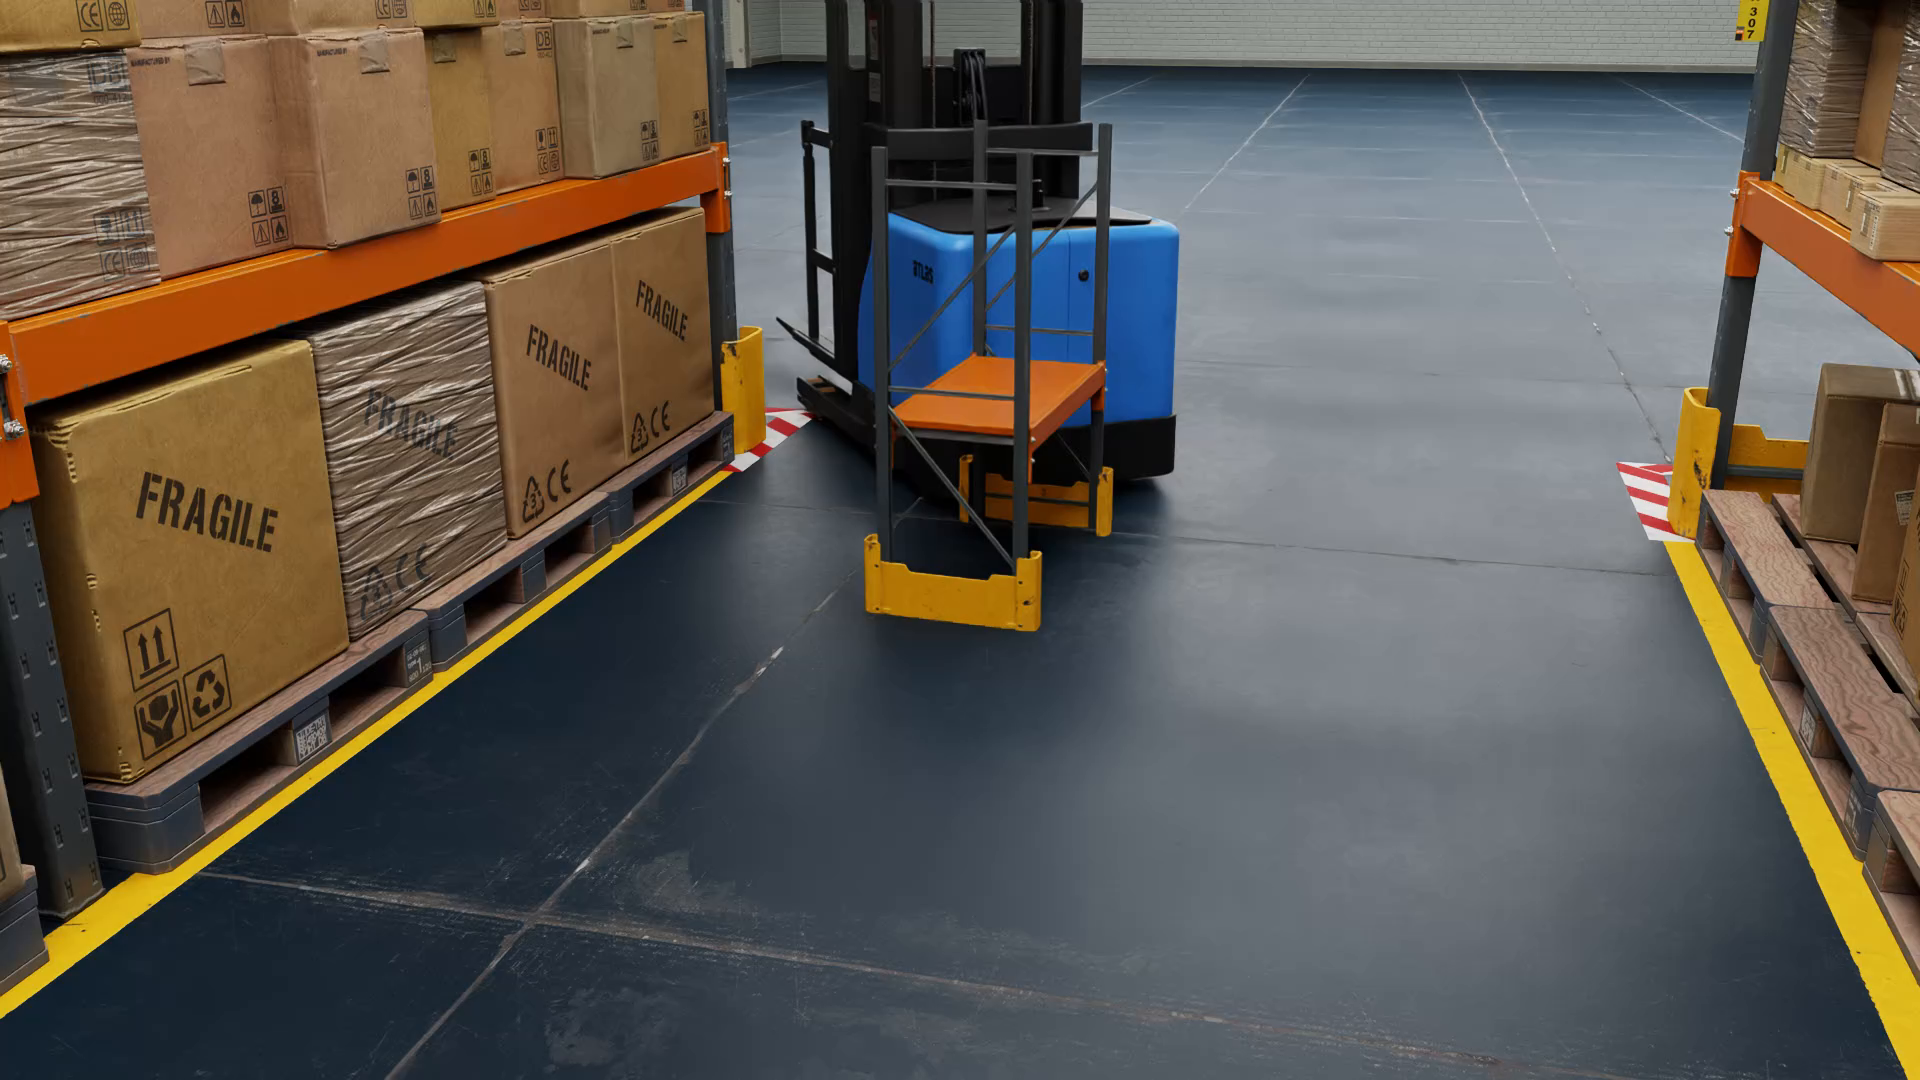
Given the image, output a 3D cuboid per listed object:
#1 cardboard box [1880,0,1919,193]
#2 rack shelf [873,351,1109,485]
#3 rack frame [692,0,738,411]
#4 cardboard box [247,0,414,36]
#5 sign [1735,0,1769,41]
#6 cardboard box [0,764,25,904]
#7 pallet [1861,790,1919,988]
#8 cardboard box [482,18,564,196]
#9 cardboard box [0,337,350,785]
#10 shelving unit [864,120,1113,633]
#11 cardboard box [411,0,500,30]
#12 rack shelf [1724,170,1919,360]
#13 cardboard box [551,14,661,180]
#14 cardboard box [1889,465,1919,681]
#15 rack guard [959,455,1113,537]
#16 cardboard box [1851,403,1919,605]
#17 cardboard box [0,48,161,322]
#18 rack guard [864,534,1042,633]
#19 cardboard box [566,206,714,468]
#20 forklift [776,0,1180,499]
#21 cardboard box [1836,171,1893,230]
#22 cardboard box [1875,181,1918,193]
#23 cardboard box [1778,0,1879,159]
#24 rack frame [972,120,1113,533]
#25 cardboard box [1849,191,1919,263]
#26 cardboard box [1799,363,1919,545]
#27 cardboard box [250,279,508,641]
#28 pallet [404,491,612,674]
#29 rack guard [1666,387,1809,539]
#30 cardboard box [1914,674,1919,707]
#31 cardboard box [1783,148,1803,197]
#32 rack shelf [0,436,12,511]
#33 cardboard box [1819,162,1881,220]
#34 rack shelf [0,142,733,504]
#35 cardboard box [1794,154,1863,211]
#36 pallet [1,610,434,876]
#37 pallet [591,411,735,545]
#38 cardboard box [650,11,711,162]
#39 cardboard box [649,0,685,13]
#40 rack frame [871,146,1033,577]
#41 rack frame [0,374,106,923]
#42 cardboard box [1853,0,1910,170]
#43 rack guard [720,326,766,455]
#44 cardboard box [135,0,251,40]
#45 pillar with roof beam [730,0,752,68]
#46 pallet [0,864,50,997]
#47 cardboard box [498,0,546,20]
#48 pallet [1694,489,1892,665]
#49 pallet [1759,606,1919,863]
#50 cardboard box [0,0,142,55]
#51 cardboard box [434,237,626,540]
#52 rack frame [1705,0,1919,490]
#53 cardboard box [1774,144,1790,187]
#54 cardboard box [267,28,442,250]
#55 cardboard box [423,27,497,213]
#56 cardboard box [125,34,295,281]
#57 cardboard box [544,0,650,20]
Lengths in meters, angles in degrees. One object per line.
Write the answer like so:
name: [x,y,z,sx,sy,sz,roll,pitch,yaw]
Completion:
cardboard box: [2.975,-1.156,4.316,0.875,0.500,0.500,5,19,13]
rack shelf: [0.132,-0.439,5.710,0.538,0.185,1.000,6,20,17]
rack frame: [-1.479,-1.881,7.054,1.000,3.000,0.127,5,19,13]
cardboard box: [-2.046,-1.662,4.510,0.875,0.550,0.550,5,19,13]
sign: [2.780,-1.910,5.800,0.100,0.325,0.005,5,19,13]
cardboard box: [-2.521,0.440,3.089,1.050,0.750,0.750,5,19,13]
pallet: [2.459,0.902,3.219,1.003,0.211,1.213,5,19,13]
cardboard box: [-1.897,-1.492,5.684,0.875,0.550,0.550,5,19,13]
cardboard box: [-2.235,-0.012,4.220,0.875,0.875,0.875,5,19,14]
shelving unit: [0.129,-0.607,5.644,0.587,1.500,1.083,6,20,17]
cardboard box: [-1.924,-1.829,4.999,0.875,0.550,0.500,5,19,13]
rack shelf: [2.817,-0.490,4.095,1.077,0.370,4.000,5,19,13]
cardboard box: [-1.639,-1.658,6.169,0.875,0.550,0.550,5,19,13]
cardboard box: [2.853,0.106,4.455,0.500,0.500,0.500,7,20,18]
rack guard: [0.285,-0.168,6.293,0.587,0.250,0.087,6,20,17]
cardboard box: [3.024,-0.089,5.025,0.500,0.500,0.500,10,21,28]
cardboard box: [-2.378,-0.815,3.700,0.875,0.550,0.550,5,19,13]
rack guard: [-0.026,0.138,5.398,0.587,0.250,0.087,6,20,17]
cardboard box: [-1.580,-0.856,6.692,0.875,0.875,0.875,5,19,14]
forklift: [-0.135,-1.985,7.465,1.130,2.935,3.031,-7,20,-20]
cardboard box: [2.741,-0.956,4.736,0.380,0.149,0.250,5,19,13]
cardboard box: [2.706,-0.876,4.500,0.380,0.149,0.250,5,19,13]
cardboard box: [3.145,-1.475,5.252,0.875,0.500,0.500,5,19,13]
rack frame: [0.291,-0.766,6.109,0.500,1.500,0.032,6,20,17]
cardboard box: [2.545,-0.806,4.294,0.380,0.149,0.250,5,19,13]
cardboard box: [3.137,-0.279,5.581,0.500,0.500,0.500,9,21,23]
cardboard box: [-2.018,-0.295,5.048,0.875,0.875,0.875,5,19,14]
pallet: [-1.898,0.077,5.637,1.003,0.211,1.213,5,19,13]
rack guard: [3.288,-0.251,6.149,1.175,0.500,0.348,5,19,13]
cardboard box: [2.673,0.277,3.953,0.500,0.500,0.500,3,19,9]
cardboard box: [2.926,-1.191,5.423,0.380,0.149,0.250,5,19,13]
rack shelf: [-2.945,0.340,1.664,1.077,0.370,4.000,5,19,13]
cardboard box: [2.809,-1.034,4.963,0.380,0.149,0.250,5,19,13]
rack shelf: [-1.968,-0.914,5.335,1.077,0.370,4.000,5,19,13]
cardboard box: [2.850,-1.114,5.198,0.380,0.149,0.250,5,19,13]
pallet: [-2.194,0.460,4.514,1.003,0.211,1.213,5,19,13]
pallet: [-1.598,-0.305,6.753,1.003,0.211,1.213,5,19,13]
cardboard box: [-1.526,-1.832,6.679,0.875,0.550,0.550,5,19,13]
cardboard box: [-1.607,-2.350,6.523,0.875,0.550,0.550,5,19,13]
rack frame: [-0.026,-0.453,5.195,0.500,1.500,0.032,6,20,17]
rack frame: [-2.456,-0.627,3.383,1.000,3.000,0.127,5,19,13]
cardboard box: [3.139,-1.309,4.765,0.875,0.500,0.500,5,19,13]
rack guard: [-1.473,-0.706,7.480,1.175,0.500,0.348,5,19,13]
cardboard box: [-2.311,-1.504,4.047,0.875,0.550,0.550,5,19,13]
pillar with roof beam: [-0.657,-14.386,34.383,9.100,9.000,0.400,5,19,13]
pallet: [-2.572,0.940,3.108,1.003,0.211,1.213,5,19,13]
cardboard box: [-1.921,-2.005,5.515,0.875,0.550,0.550,5,19,13]
pallet: [3.055,0.138,5.458,1.003,0.211,1.213,5,19,13]
pallet: [2.755,0.519,4.342,1.003,0.211,1.213,5,19,13]
cardboard box: [-2.333,-1.322,3.515,0.875,0.550,0.550,5,19,13]
cardboard box: [-1.793,-0.581,5.884,0.875,0.875,0.875,4,19,13]
rack frame: [3.306,-1.458,5.814,1.000,3.000,0.127,5,19,13]
cardboard box: [3.005,-1.268,5.648,0.380,0.149,0.250,5,19,13]
cardboard box: [-2.019,-1.149,4.679,0.875,0.550,0.550,5,19,13]
cardboard box: [-1.987,-1.323,5.188,0.875,0.550,0.500,5,19,13]
cardboard box: [-2.265,-0.989,4.210,0.875,0.550,0.550,5,19,13]
cardboard box: [-1.652,-2.170,5.997,0.875,0.550,0.550,5,19,13]
